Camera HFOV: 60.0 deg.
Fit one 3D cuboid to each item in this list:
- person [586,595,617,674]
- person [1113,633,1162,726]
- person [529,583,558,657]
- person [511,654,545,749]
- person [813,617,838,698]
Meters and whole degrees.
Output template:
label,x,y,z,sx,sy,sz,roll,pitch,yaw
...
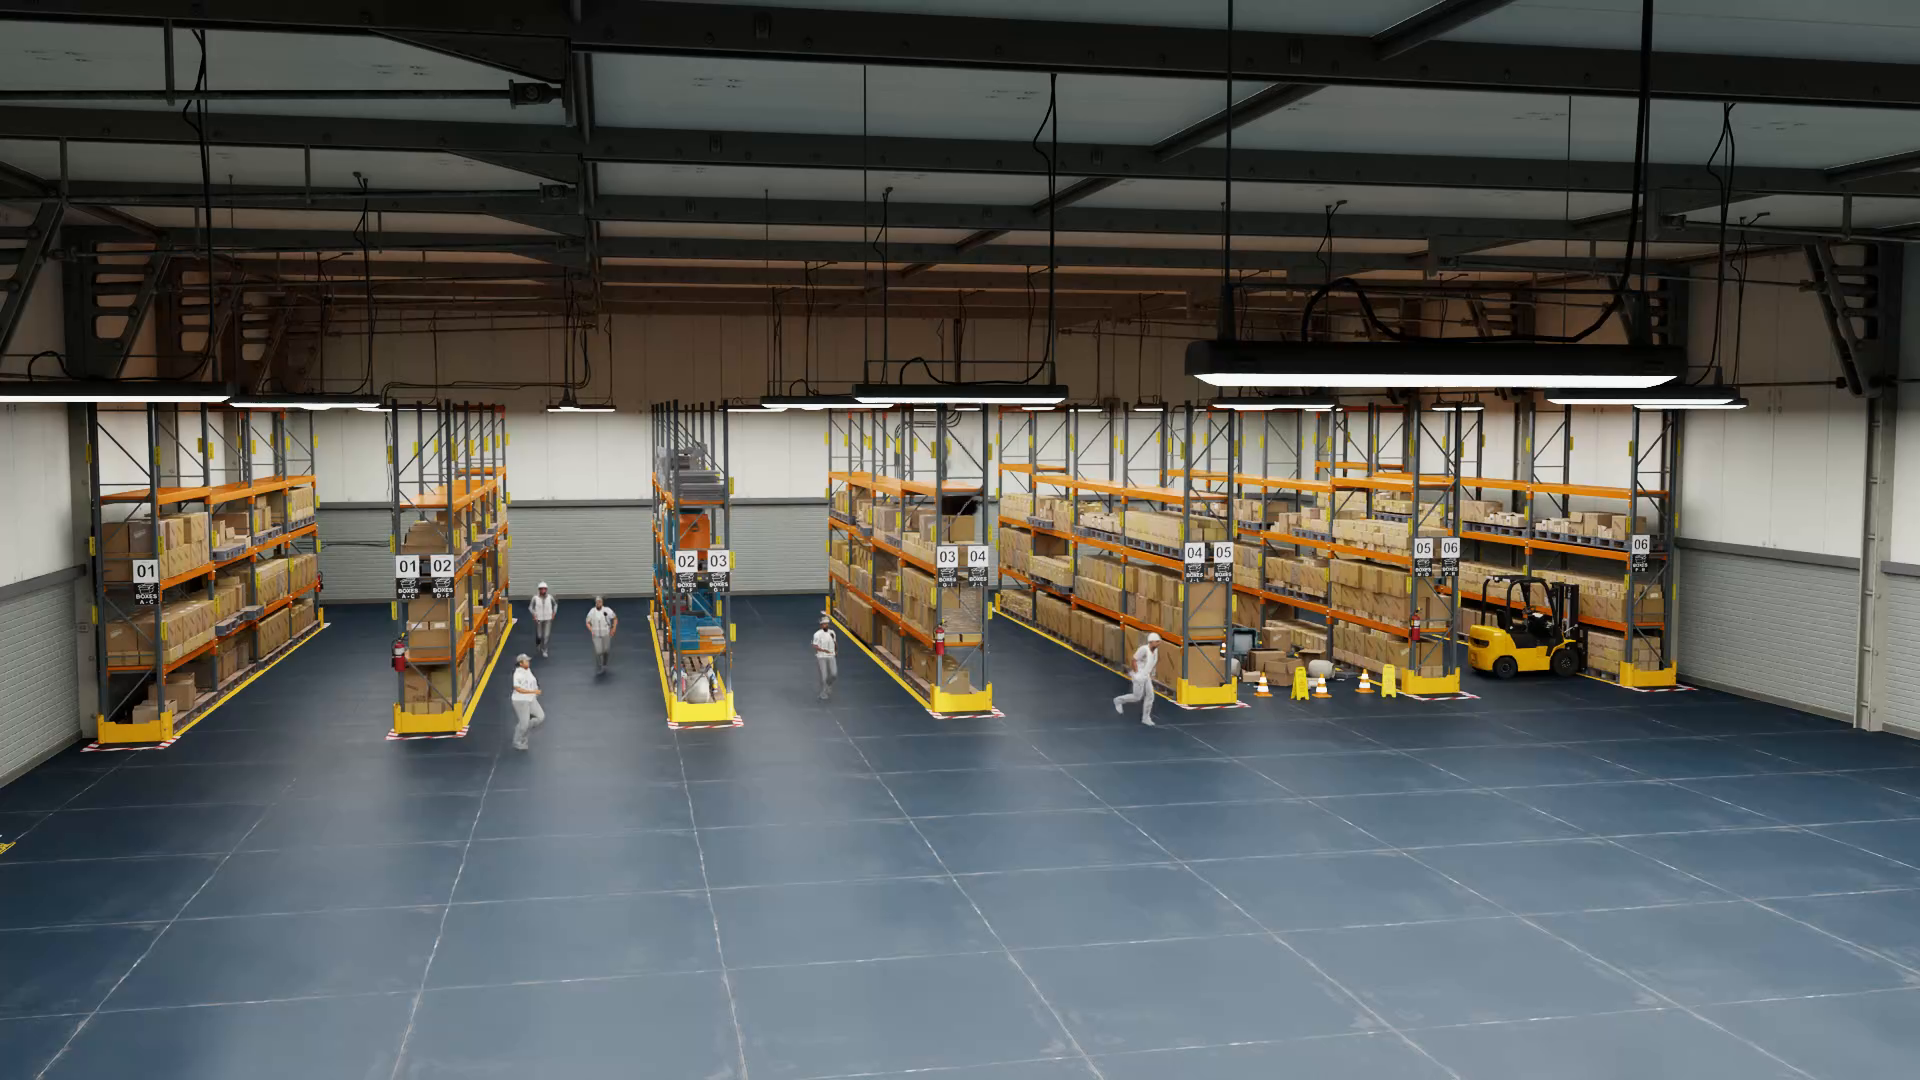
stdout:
label,x,y,z,sx,sy,sz,roll,pitch,yaw
person,-7.941,2.084,36.813,0.678,1.750,0.636,0,4,-6
person,3.331,2.565,30.875,0.907,1.725,0.684,2,5,29
person,-9.902,1.881,39.562,0.682,1.752,0.605,-1,5,-19
person,-7.414,2.758,28.501,0.577,1.629,0.592,1,4,13
person,-2.671,2.368,33.502,0.561,1.661,0.562,-2,5,-24
